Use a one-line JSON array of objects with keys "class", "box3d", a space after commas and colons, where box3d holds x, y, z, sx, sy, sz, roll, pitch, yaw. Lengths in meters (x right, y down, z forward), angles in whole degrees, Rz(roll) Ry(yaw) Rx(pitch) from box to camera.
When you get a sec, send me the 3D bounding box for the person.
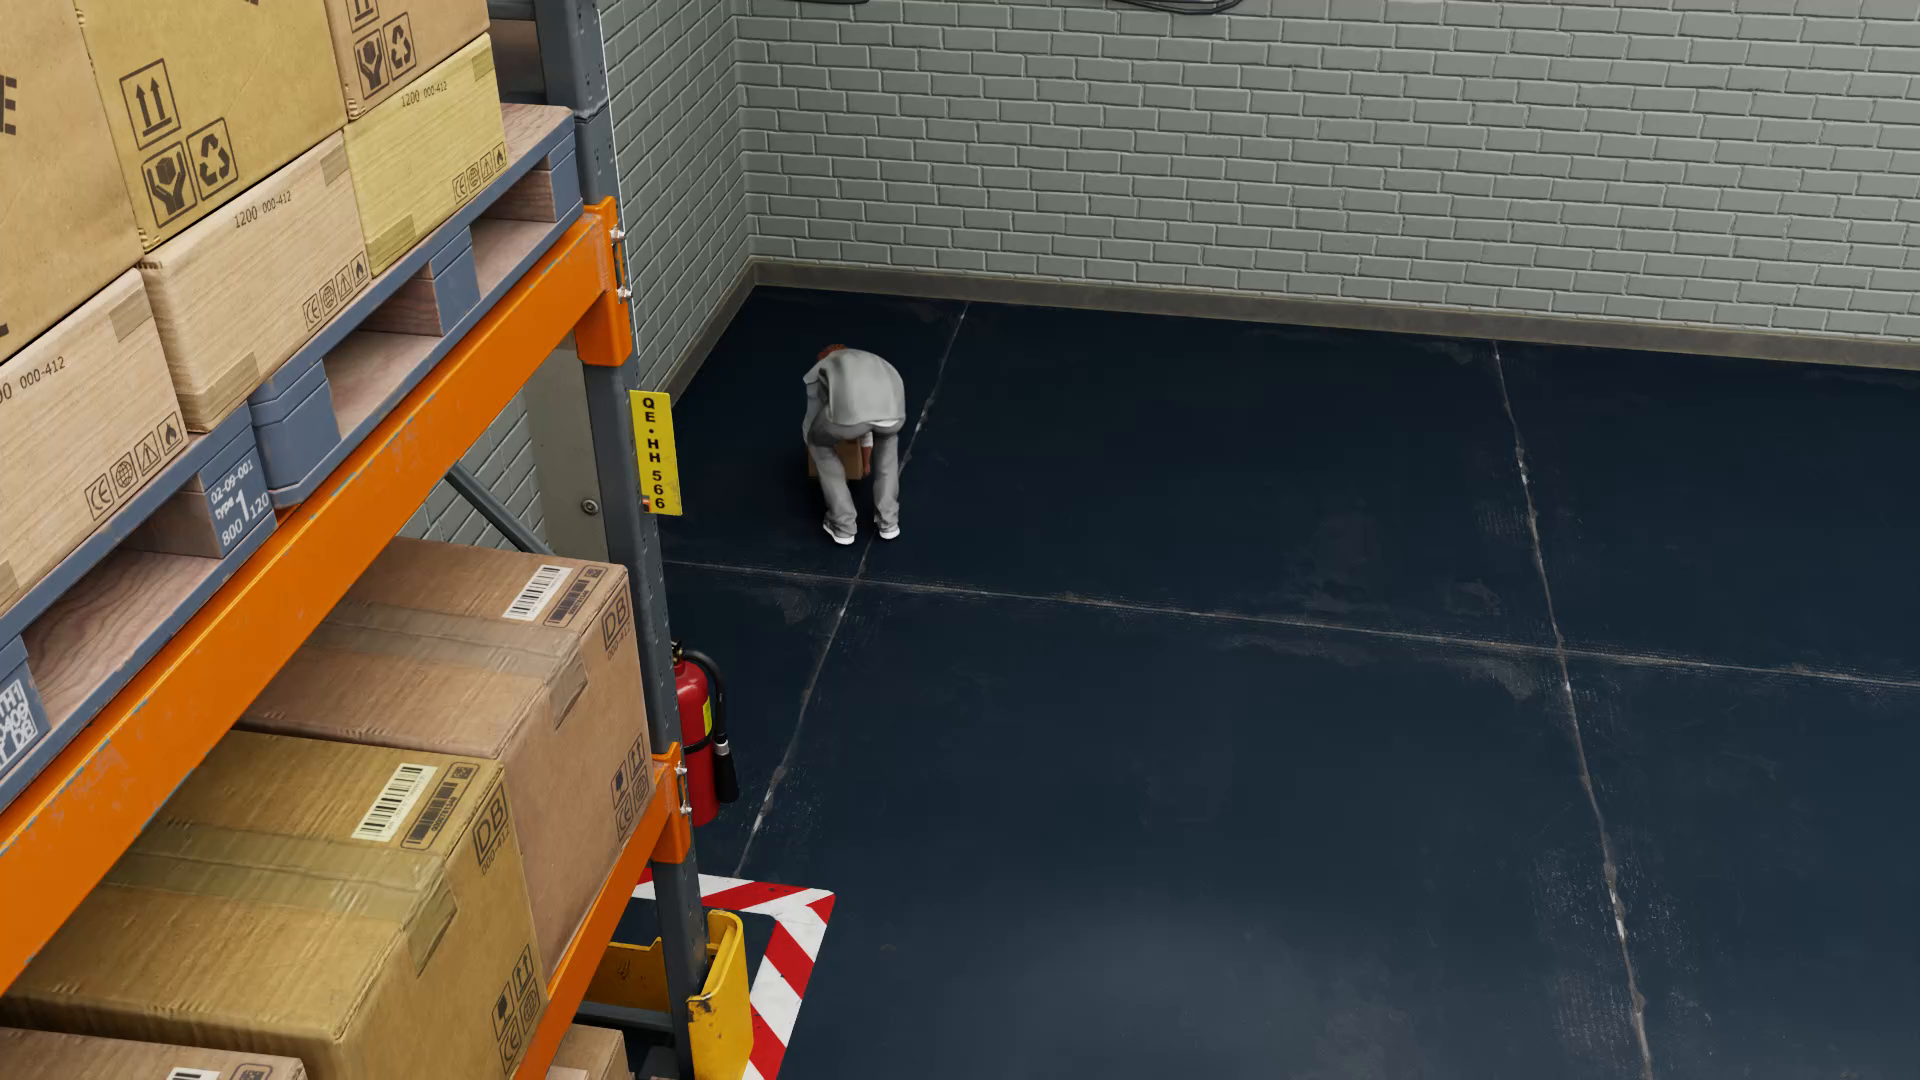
[{"class": "person", "box3d": [-0.468, -0.735, 7.292, 0.405, 1.589, 0.500, -8, 34, -13]}]
